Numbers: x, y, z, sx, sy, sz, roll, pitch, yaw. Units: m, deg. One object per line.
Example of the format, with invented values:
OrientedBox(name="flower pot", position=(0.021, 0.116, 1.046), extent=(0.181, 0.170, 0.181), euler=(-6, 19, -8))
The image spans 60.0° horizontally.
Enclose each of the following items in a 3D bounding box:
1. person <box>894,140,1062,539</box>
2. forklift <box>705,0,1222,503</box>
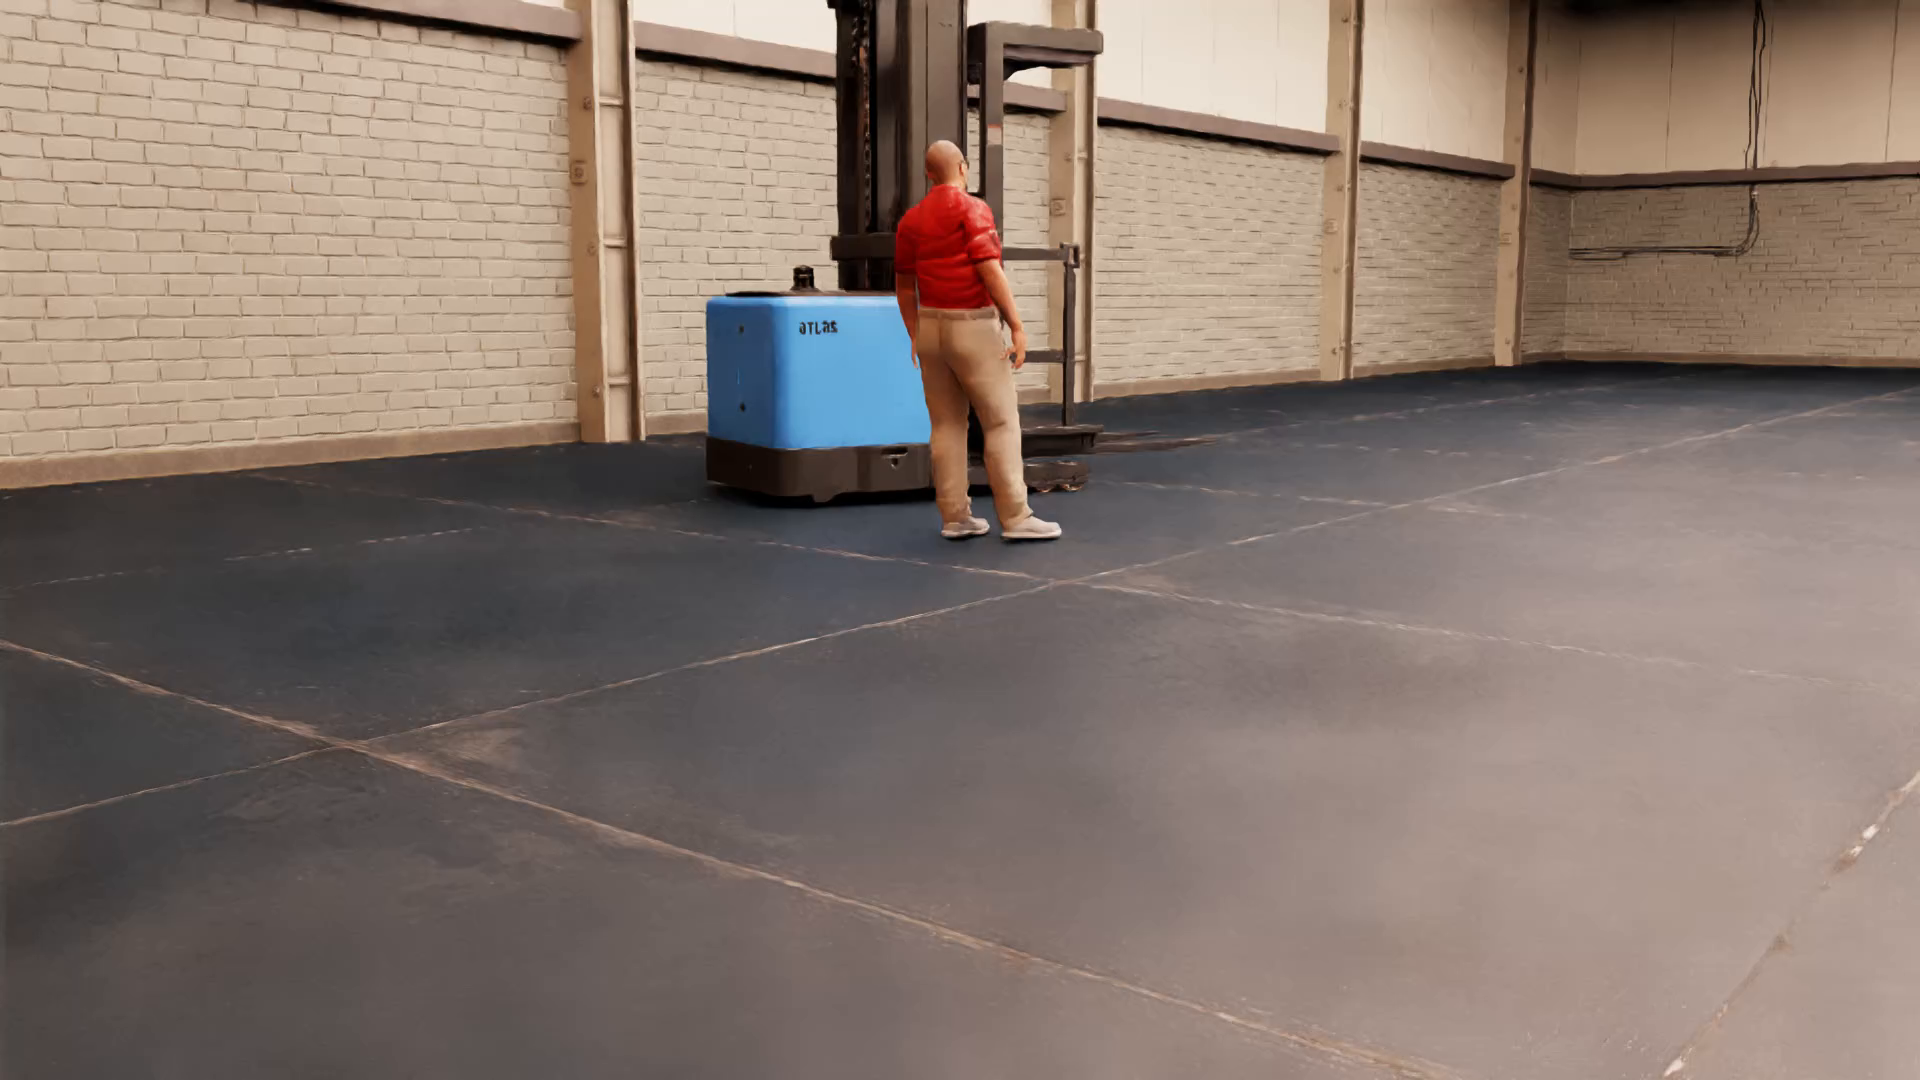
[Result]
OrientedBox(name="person", position=(0.066, -0.872, 7.340), extent=(0.640, 1.727, 0.550), euler=(7, 11, 38))
OrientedBox(name="forklift", position=(0.123, -1.773, 9.398), extent=(3.031, 2.935, 1.130), euler=(-5, 10, -31))
